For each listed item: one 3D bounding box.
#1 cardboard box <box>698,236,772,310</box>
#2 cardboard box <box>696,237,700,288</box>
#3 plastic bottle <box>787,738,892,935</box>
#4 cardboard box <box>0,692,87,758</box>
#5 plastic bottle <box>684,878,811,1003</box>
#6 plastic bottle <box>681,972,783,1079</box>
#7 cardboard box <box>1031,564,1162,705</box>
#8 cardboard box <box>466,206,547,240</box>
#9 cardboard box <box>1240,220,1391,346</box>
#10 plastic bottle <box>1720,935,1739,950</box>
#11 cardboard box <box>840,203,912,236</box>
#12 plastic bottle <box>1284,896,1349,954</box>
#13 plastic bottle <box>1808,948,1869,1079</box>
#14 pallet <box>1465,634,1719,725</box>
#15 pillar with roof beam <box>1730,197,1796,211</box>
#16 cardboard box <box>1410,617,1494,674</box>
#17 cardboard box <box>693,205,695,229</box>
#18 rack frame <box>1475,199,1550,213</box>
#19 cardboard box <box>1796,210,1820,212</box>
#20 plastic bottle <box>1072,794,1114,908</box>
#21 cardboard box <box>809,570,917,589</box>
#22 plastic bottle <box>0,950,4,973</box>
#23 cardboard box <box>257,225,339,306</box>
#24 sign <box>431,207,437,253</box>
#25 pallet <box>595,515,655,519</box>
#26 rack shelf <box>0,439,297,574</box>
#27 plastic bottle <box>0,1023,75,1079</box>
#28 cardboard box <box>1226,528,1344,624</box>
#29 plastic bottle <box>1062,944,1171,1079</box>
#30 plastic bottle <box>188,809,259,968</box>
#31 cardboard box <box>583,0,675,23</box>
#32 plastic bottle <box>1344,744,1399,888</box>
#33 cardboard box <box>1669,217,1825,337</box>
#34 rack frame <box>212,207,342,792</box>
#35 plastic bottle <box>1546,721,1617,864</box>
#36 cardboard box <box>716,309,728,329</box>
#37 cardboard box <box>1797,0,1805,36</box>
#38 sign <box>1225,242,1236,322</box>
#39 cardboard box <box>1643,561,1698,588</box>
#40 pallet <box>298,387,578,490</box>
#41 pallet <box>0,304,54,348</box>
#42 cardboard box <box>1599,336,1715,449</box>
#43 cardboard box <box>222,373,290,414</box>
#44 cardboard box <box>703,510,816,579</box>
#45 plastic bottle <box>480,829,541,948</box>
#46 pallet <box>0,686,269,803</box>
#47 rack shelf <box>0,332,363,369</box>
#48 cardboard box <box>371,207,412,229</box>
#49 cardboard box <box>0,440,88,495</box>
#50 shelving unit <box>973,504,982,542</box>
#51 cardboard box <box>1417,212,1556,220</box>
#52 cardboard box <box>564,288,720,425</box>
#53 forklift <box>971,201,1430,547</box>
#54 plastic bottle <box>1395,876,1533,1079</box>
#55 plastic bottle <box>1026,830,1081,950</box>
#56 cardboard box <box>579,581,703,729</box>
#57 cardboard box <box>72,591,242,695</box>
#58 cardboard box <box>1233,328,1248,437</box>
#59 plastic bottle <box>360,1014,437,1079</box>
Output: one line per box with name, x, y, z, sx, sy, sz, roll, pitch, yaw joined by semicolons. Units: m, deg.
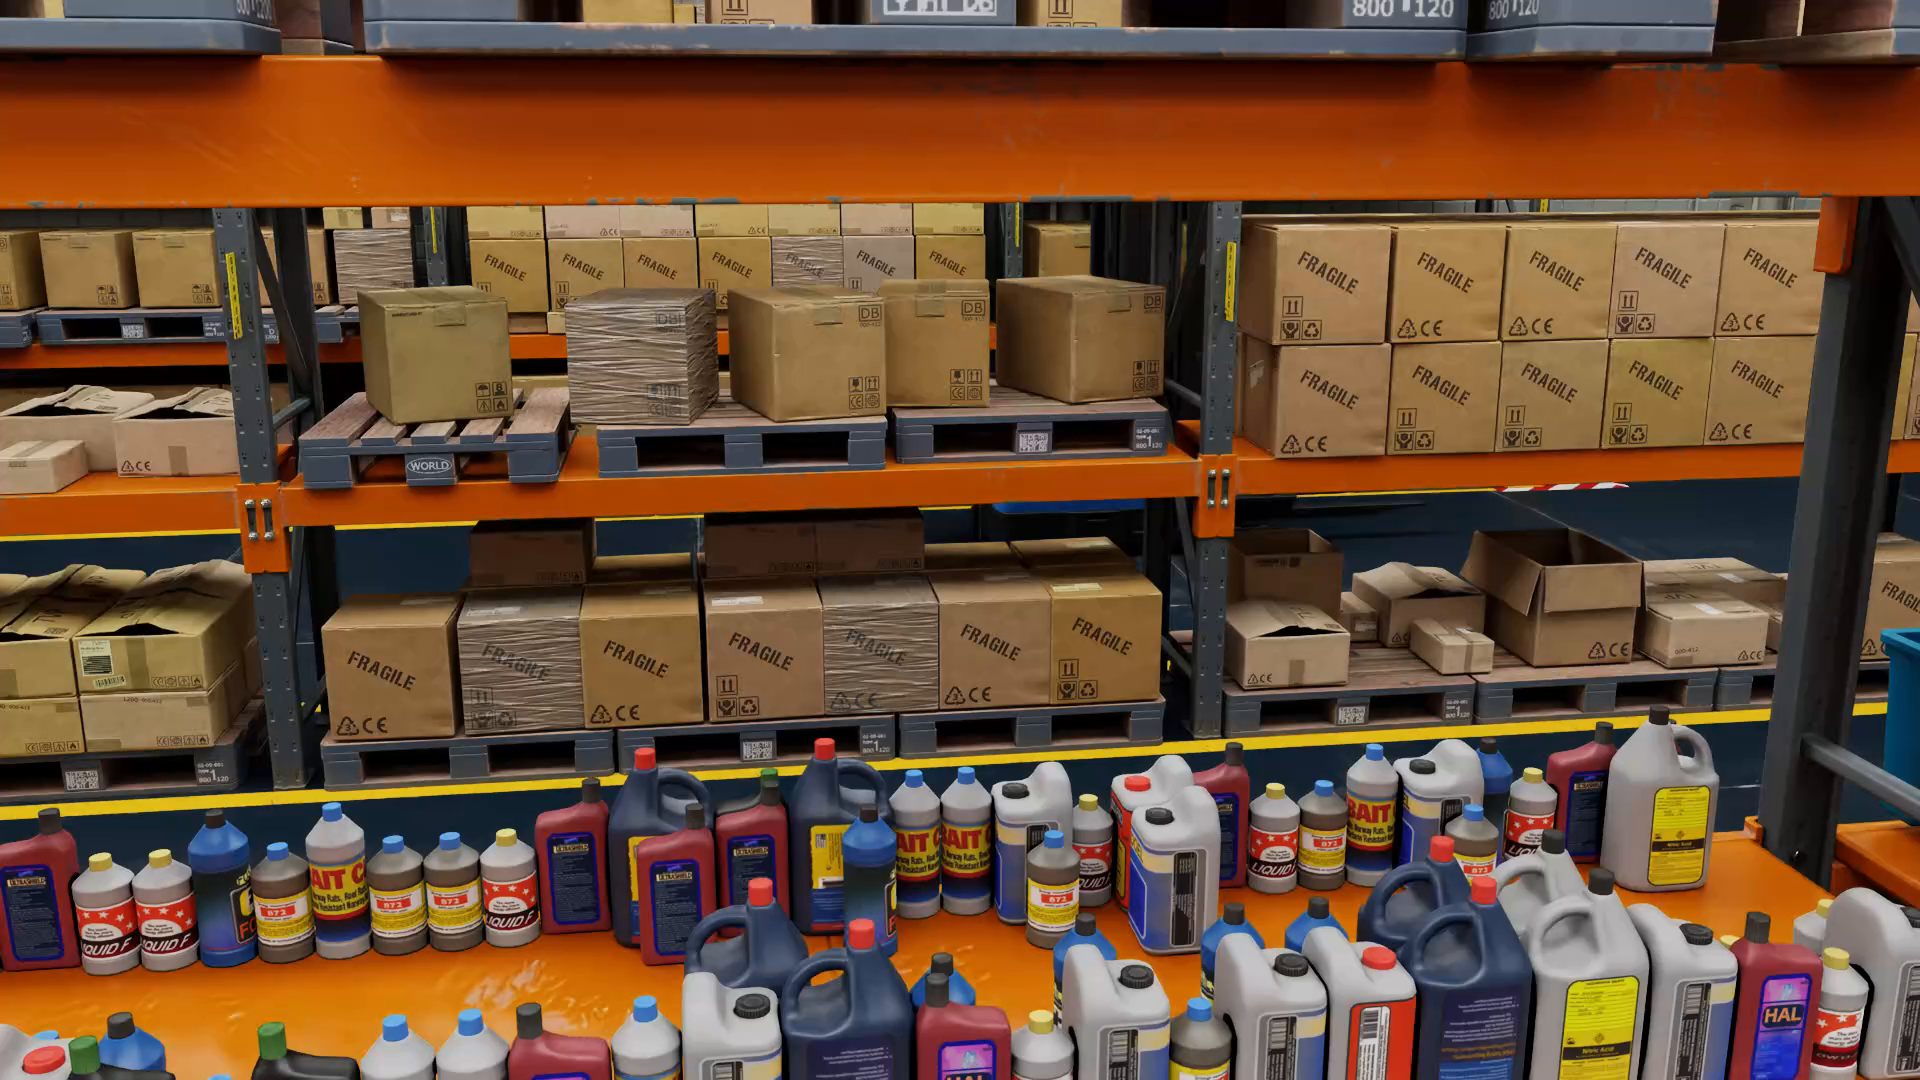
cardboard box;-1.599;-1.923;11.866;0.500;0.500;0.500;-2;14;-7
cardboard box;-1.702;-2.046;12.357;0.500;0.500;0.500;-2;14;-7
plastic bottle;-0.221;0.532;3.037;0.185;0.351;0.144;-2;14;-8
cardboard box;-3.893;0.709;7.016;0.500;0.250;0.500;-2;14;-9
plastic bottle;-0.315;0.673;2.474;0.185;0.351;0.144;-2;14;-8
plastic bottle;-0.318;0.746;2.337;0.135;0.276;0.152;-2;14;-8
cardboard box;0.610;0.423;7.603;0.500;0.500;0.500;-2;14;-9
cardboard box;-3.126;-2.231;11.552;0.500;0.250;0.500;-2;14;-7
cardboard box;1.563;-1.146;7.363;0.500;0.500;0.500;-2;14;-7
plastic bottle;1.197;0.718;2.601;0.097;0.201;0.097;0;14;0
cardboard box;-0.617;-2.326;11.930;0.500;0.250;0.500;-2;14;-7
plastic bottle;0.551;0.685;2.587;0.097;0.271;0.097;0;14;0
plastic bottle;1.338;0.728;2.561;0.097;0.201;0.097;0;14;0
pallet;2.944;0.620;8.316;1.213;0.211;1.003;-2;14;-8
pillar with roof beam;7.452;-4.180;9.388;0.400;9.000;9.100;-2;14;-8
cardboard box;2.357;0.501;7.978;0.250;0.166;0.380;-2;14;-8
cardboard box;-1.708;-2.409;12.260;0.500;0.250;0.500;-2;14;-10
rack frame;4.269;-1.999;13.028;0.127;3.000;1.000;-2;14;-8
cardboard box;4.533;-1.389;8.332;0.500;0.500;0.500;-2;14;-7
plastic bottle;0.241;0.581;3.146;0.097;0.201;0.097;0;14;0
cardboard box;-0.480;0.333;7.960;0.500;0.500;0.500;-2;14;-8
plastic bottle;-1.712;0.653;2.860;0.097;0.201;0.097;0;14;0
cardboard box;-4.653;-1.925;11.622;0.500;0.500;0.700;-3;14;-14
sign;-3.551;-2.102;11.221;0.005;0.325;0.100;-2;14;-8
pallet;-2.851;-0.367;12.252;1.213;0.211;1.003;-2;14;-8
rack shelf;-4.877;-0.097;6.919;4.000;0.370;1.077;-2;14;-8
plastic bottle;-1.232;0.779;2.204;0.135;0.276;0.152;-2;14;-8
cardboard box;1.577;0.247;8.304;0.500;0.500;0.500;-2;14;-8
plastic bottle;0.226;0.726;2.417;0.135;0.276;0.152;-2;14;-8
plastic bottle;-1.292;0.604;2.913;0.097;0.271;0.097;0;14;0
cardboard box;-1.455;-2.083;6.988;0.500;0.500;0.910;-2;14;-8
plastic bottle;0.795;0.527;3.218;0.097;0.271;0.097;0;14;0
cardboard box;3.600;-1.221;7.662;0.500;0.500;0.500;-2;14;-7
rack frame;-2.900;-0.518;7.121;0.127;3.000;1.000;-2;14;-8
plastic bottle;1.232;0.501;3.298;0.133;0.283;0.061;-2;14;-8
cardboard box;-1.766;-1.612;11.957;0.250;0.149;0.380;-2;14;-8
cardboard box;3.552;-2.317;7.409;0.500;0.250;0.500;-2;14;-8
sign;1.142;-1.091;7.026;0.005;0.325;0.100;-2;14;-8
cardboard box;3.442;0.300;8.607;0.500;0.250;0.500;-2;14;-8
pallet;-2.240;-0.466;7.309;1.003;0.211;1.213;-2;14;-8
pallet;-6.819;-1.464;11.288;1.213;0.211;1.003;-2;14;-8
cardboard box;3.104;-0.720;7.721;0.500;0.500;0.500;-2;14;-9
cardboard box;-4.919;-1.030;11.855;0.500;0.250;0.500;-2;14;-7
cardboard box;-0.944;-0.014;7.804;0.500;0.250;0.500;-2;14;-9
plastic bottle;-0.810;0.620;2.992;0.097;0.201;0.097;0;14;0
pallet;-3.720;0.855;7.378;1.213;0.211;1.003;-2;14;-8
rack shelf;-5.619;-1.288;11.670;4.000;0.370;1.077;-2;14;-8
cardboard box;-3.978;-2.266;11.648;0.250;0.149;0.380;-4;15;-16
cardboard box;-3.748;-0.297;6.756;0.250;0.149;0.380;-2;14;-8
shelving unit;-0.120;-0.574;11.045;0.503;1.200;0.258;-2;14;-10
cardboard box;2.522;-1.314;8.036;0.500;0.500;0.500;-2;14;-8
cardboard box;-1.361;-0.807;7.206;0.500;0.500;0.700;1;14;2
forklift;1.646;-1.471;11.063;3.031;2.935;1.130;-2;14;-10
plastic bottle;0.747;0.671;2.480;0.185;0.351;0.144;-2;14;-8
plastic bottle;0.167;0.621;2.986;0.097;0.201;0.097;0;14;0
cardboard box;-1.393;0.496;7.312;0.500;0.500;0.500;-2;14;-9
cardboard box;-3.381;0.418;7.024;0.500;0.311;0.500;-2;14;-7
cardboard box;1.512;-0.791;8.005;0.500;0.500;0.500;-2;14;-7
plastic bottle;-0.753;0.771;2.247;0.097;0.271;0.097;0;14;0
